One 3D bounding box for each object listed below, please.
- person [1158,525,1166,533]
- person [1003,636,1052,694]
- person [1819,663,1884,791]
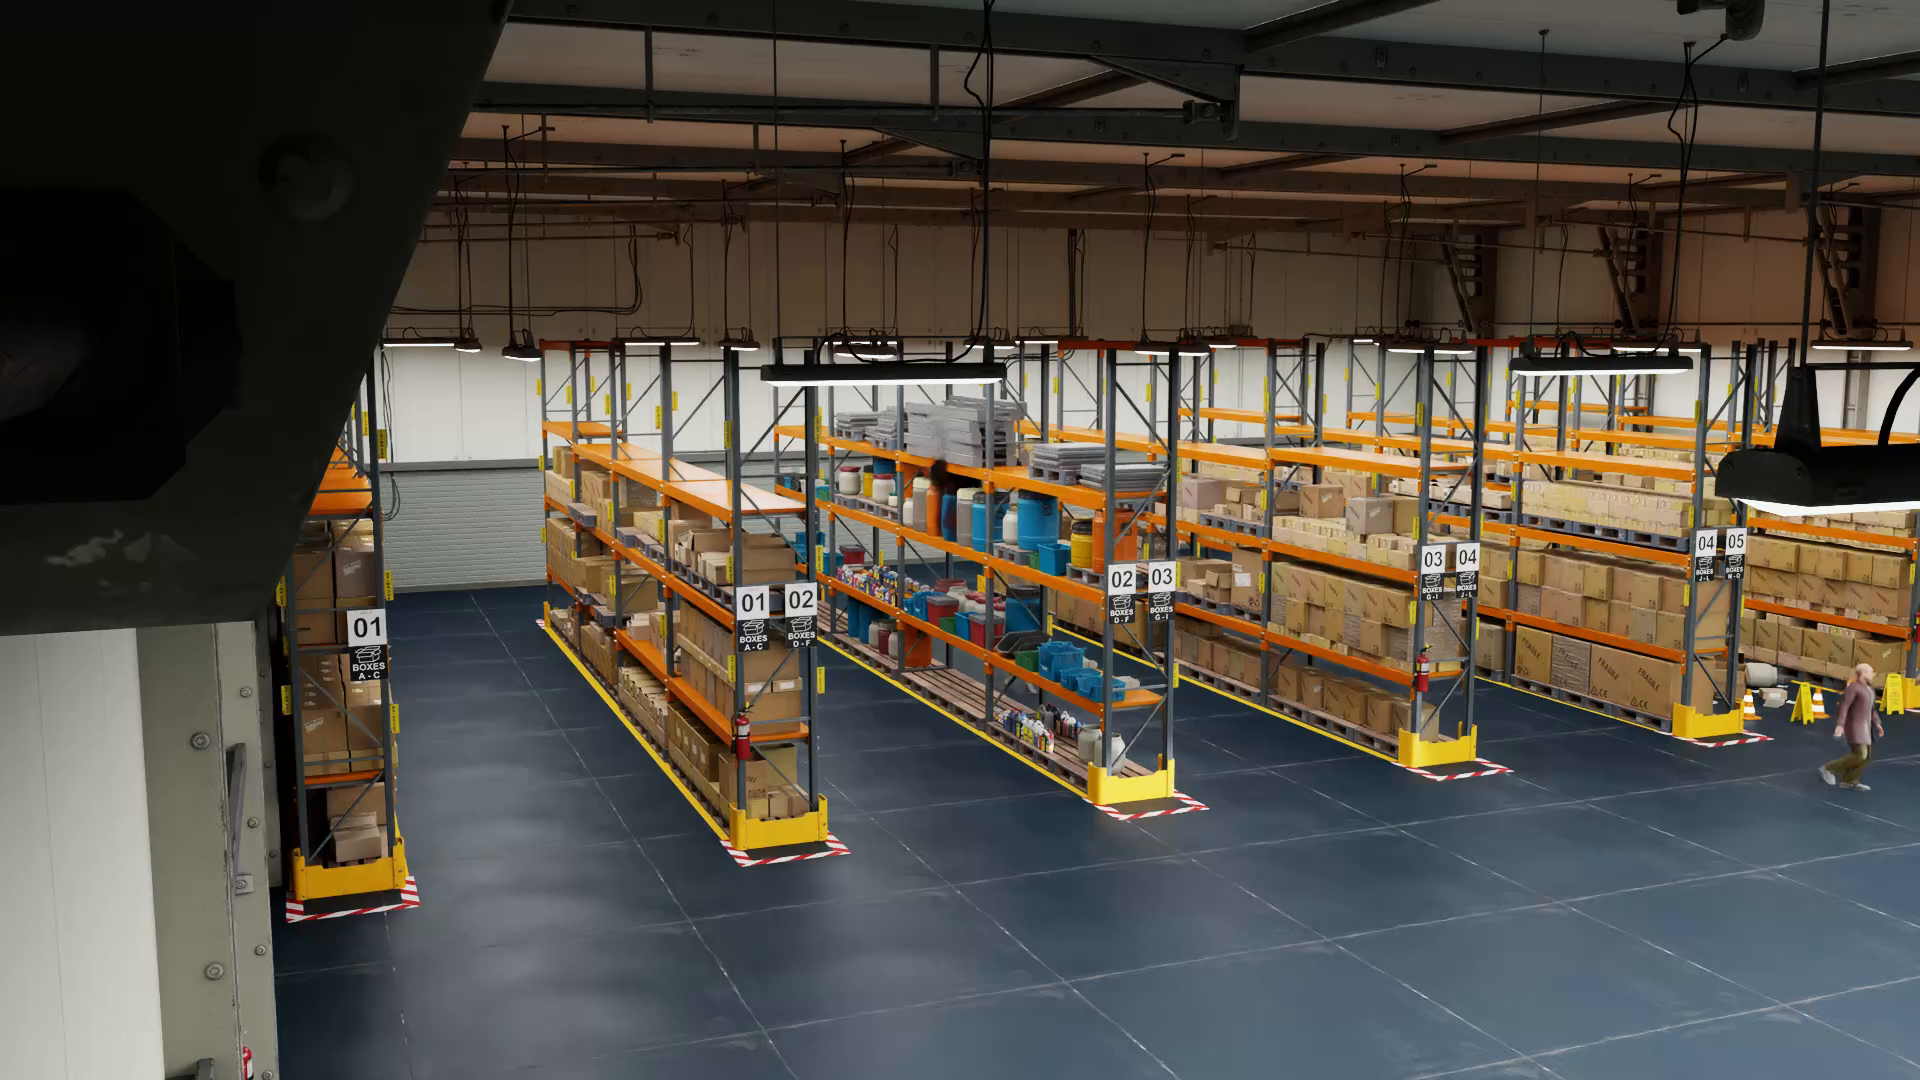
[{"bbox_3d":[5.193,0.020,41.818,0.672,1.843,0.917,5,9,33],"label":"person"},{"bbox_3d":[1.157,1.756,28.525,0.730,1.751,0.681,-3,8,-23],"label":"person"},{"bbox_3d":[12.107,2.538,22.564,0.811,1.743,0.626,-7,10,-43],"label":"person"}]
